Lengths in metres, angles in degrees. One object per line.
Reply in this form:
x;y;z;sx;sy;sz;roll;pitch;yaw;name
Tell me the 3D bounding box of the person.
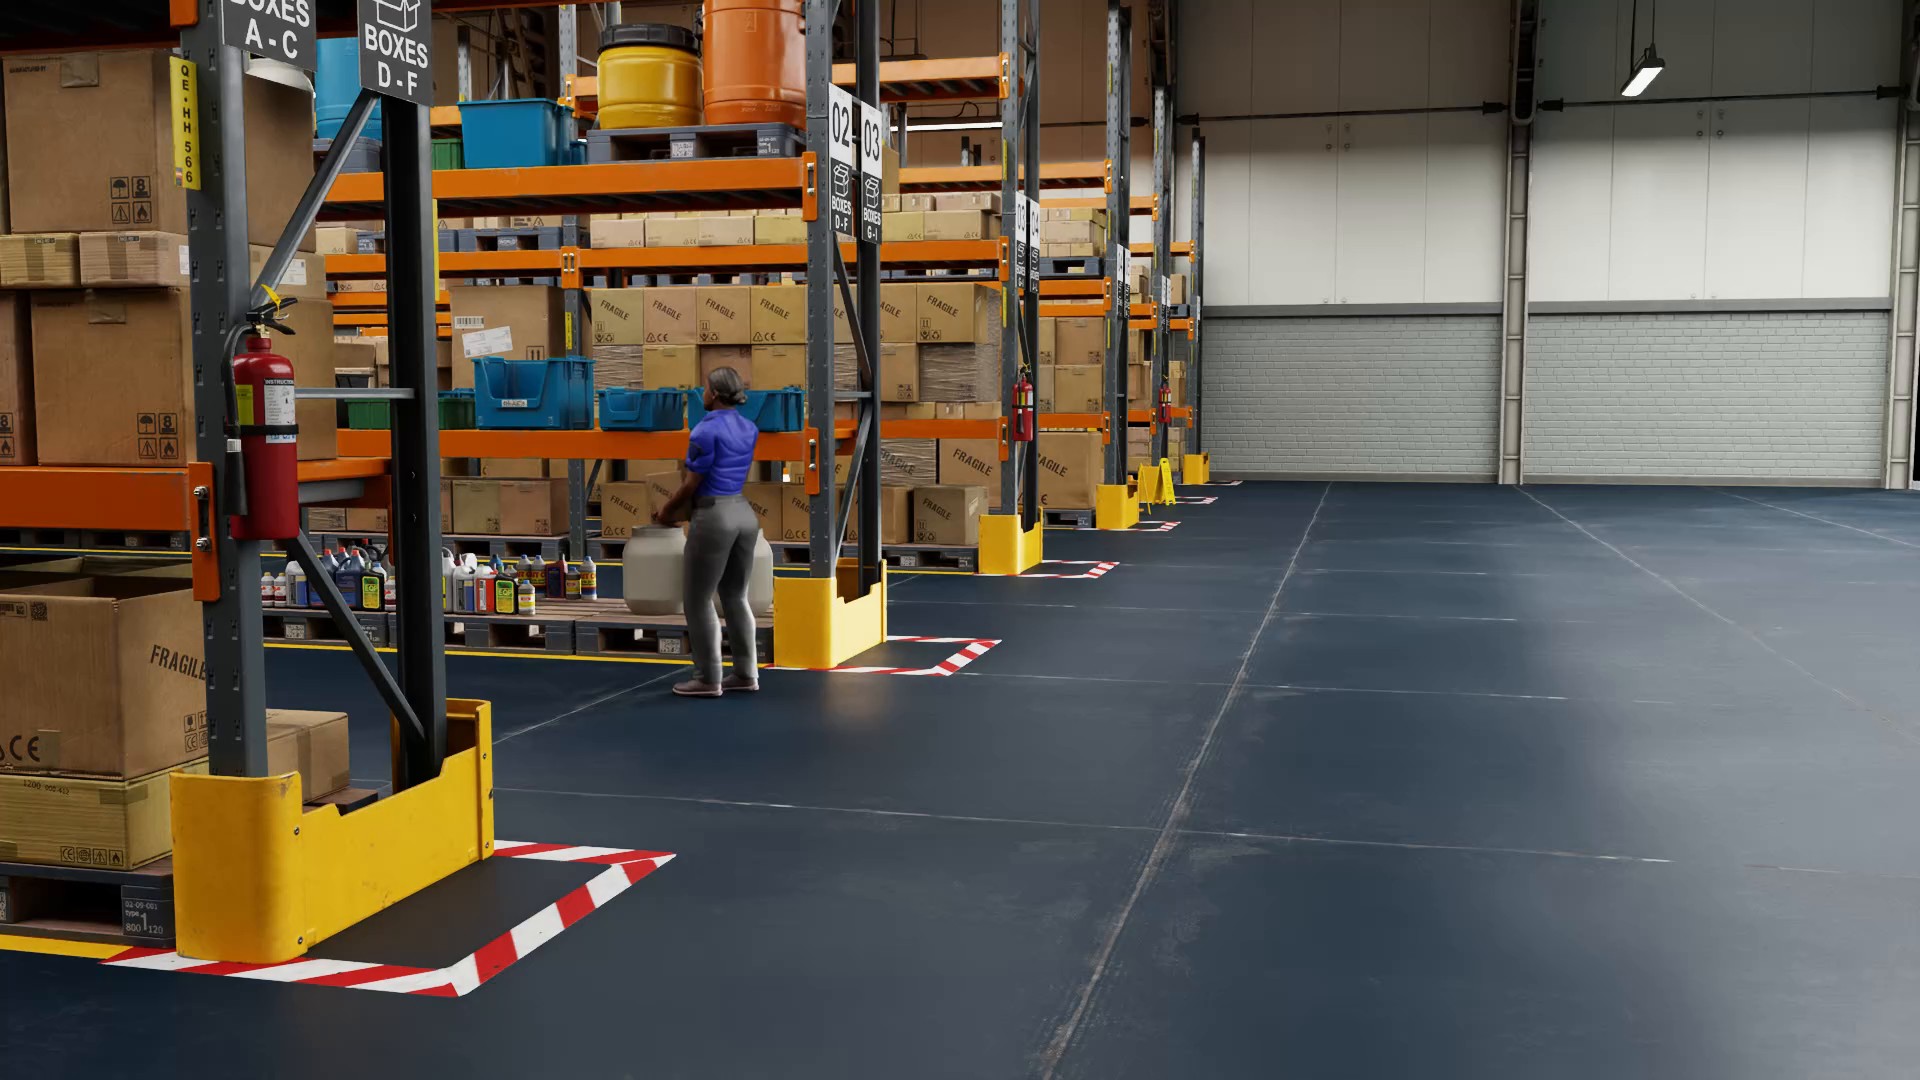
-1.265;-0.044;8.375;0.515;1.651;0.451;3;6;34;person
